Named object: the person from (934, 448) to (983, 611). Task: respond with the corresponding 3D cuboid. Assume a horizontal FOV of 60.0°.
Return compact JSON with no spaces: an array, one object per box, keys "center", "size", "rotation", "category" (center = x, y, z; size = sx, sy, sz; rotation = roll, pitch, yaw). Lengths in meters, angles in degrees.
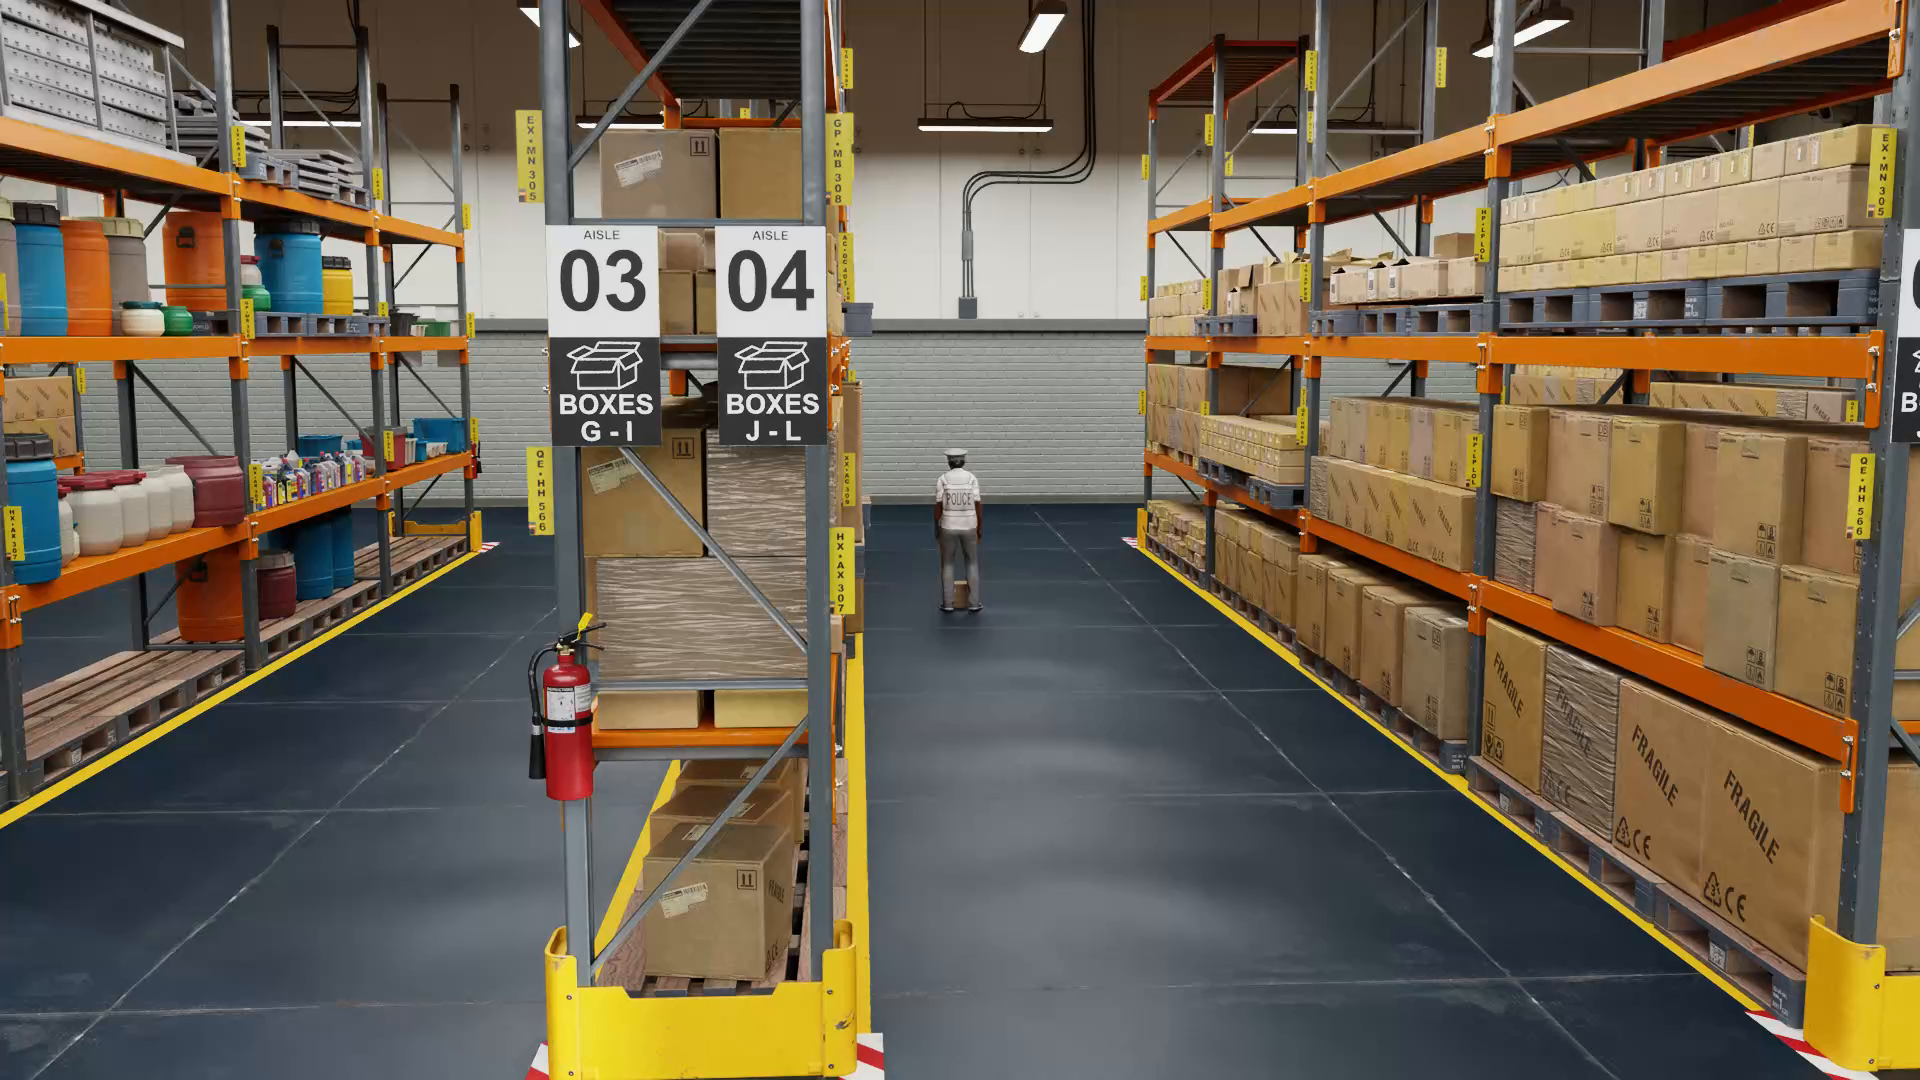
[{"center":[-0.010,-0.101,17.082],"size":[0.506,1.659,0.392],"rotation":[0,7,-3],"category":"person"}]
